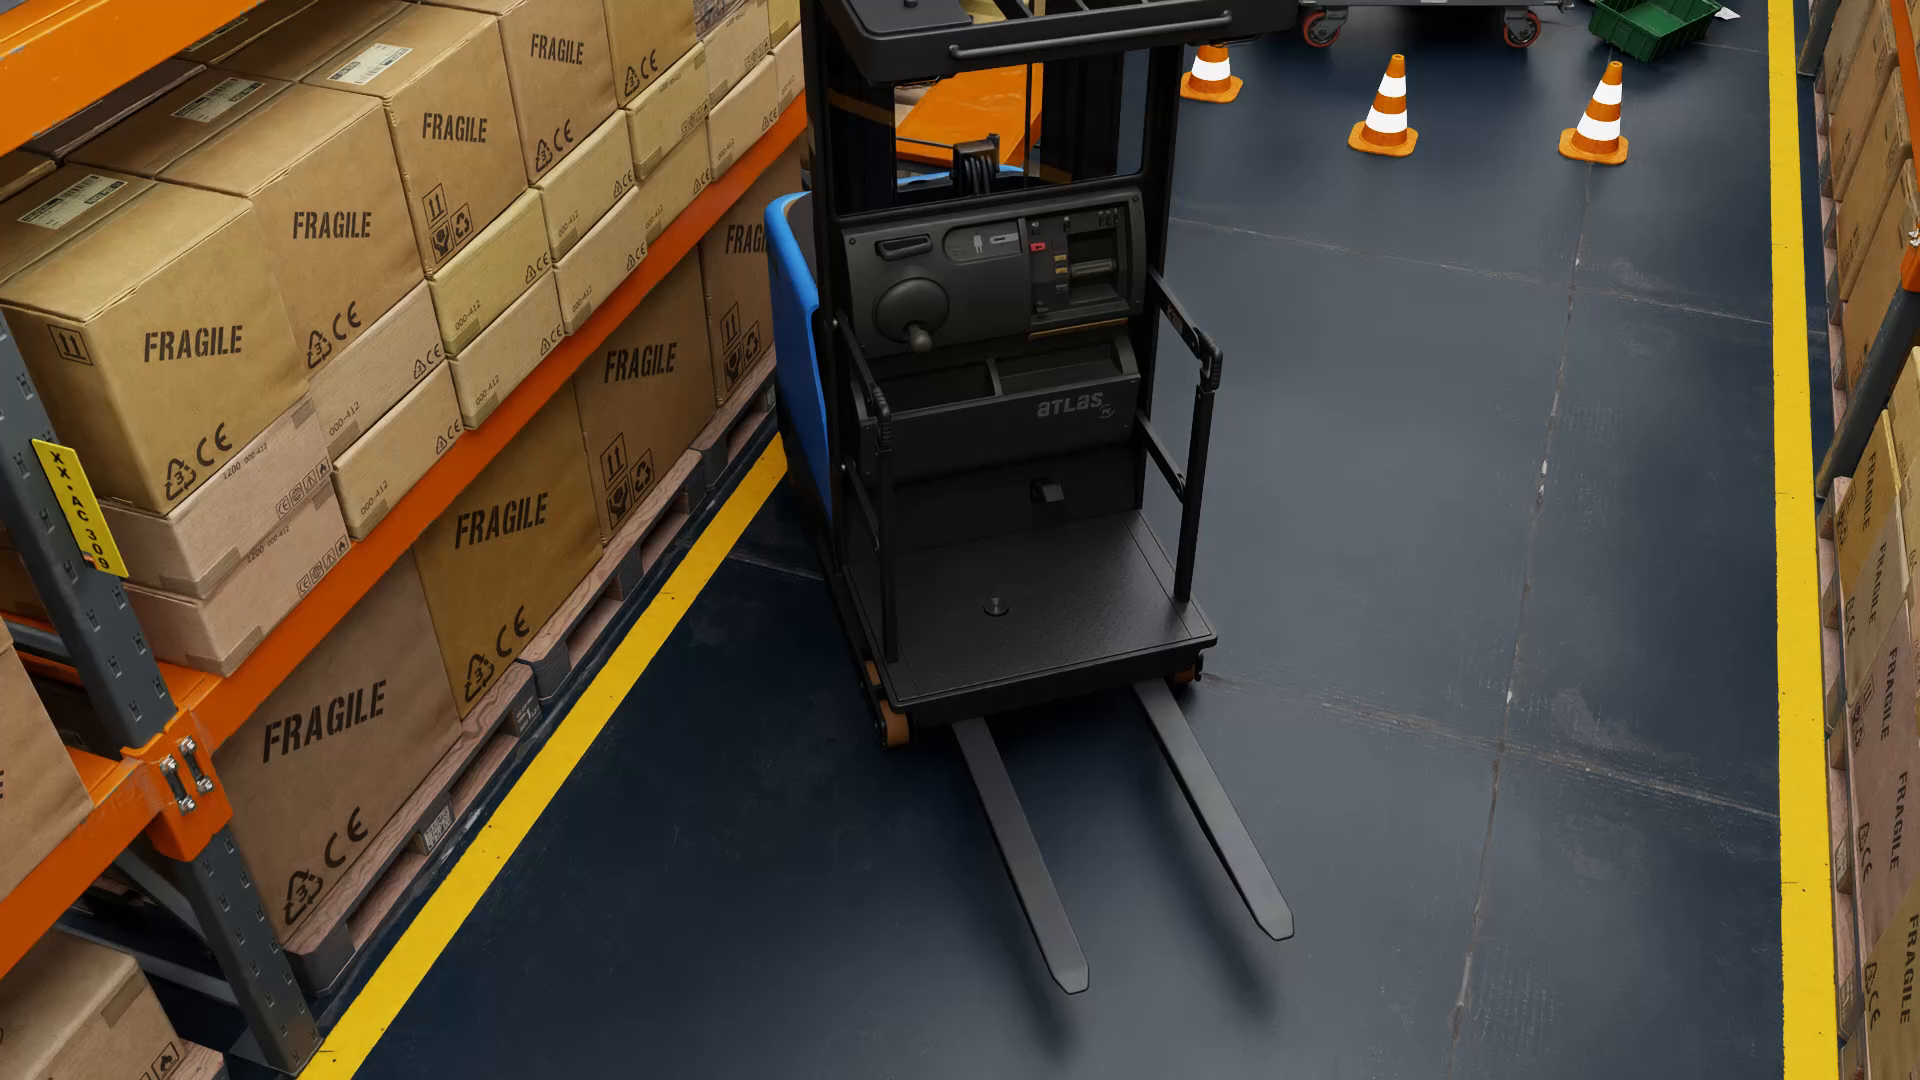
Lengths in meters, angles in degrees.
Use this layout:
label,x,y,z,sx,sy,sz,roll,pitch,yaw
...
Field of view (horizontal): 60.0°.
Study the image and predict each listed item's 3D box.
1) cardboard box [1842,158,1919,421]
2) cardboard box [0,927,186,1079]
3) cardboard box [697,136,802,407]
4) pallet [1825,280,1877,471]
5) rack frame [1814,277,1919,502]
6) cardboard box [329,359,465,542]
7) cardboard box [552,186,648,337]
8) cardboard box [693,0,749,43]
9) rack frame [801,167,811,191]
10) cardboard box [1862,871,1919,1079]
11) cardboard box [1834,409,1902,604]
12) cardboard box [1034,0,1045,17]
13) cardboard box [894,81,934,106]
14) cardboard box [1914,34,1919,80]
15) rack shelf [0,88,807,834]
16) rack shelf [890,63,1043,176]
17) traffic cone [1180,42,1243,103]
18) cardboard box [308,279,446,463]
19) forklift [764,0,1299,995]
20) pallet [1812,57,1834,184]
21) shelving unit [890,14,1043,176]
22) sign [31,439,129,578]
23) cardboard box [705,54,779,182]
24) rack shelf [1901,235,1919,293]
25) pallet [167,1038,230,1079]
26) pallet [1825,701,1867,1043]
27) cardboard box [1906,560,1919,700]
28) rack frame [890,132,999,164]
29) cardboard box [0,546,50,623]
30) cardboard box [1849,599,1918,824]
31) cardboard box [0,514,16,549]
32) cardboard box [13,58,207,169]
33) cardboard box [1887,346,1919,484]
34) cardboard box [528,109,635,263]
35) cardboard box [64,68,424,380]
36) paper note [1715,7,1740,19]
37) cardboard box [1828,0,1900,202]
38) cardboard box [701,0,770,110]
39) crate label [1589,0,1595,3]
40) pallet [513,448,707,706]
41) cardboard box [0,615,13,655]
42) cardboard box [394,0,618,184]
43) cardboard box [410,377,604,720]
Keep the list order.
label,x,y,z,sx,sy,sz,roll,pitch,yaw
cardboard box,4.092,-0.879,6.379,1.050,0.750,0.750,13,42,14
cardboard box,-2.570,1.353,4.004,0.875,0.438,0.875,13,42,14
cardboard box,-1.201,-1.210,6.670,0.875,0.875,0.875,13,42,15
pallet,4.140,-0.627,6.823,1.003,0.211,1.213,13,42,15
rack frame,3.800,-1.224,5.373,1.000,3.000,0.127,13,42,15
cardboard box,-1.680,-0.290,4.394,0.500,0.250,0.500,12,42,14
cardboard box,-1.311,-0.902,5.111,0.500,0.250,0.500,13,42,14
cardboard box,-0.985,-1.991,5.425,0.500,0.500,0.500,14,42,16
rack frame,-0.887,-2.261,6.589,1.000,3.000,0.127,13,42,15
cardboard box,2.624,1.187,4.150,0.500,0.500,0.500,12,42,14
cardboard box,3.318,-0.058,5.609,0.500,0.500,0.500,12,42,13
cardboard box,0.062,-3.101,9.275,0.950,0.372,0.625,16,43,18
cardboard box,-0.439,-2.215,8.236,0.950,0.372,0.625,13,42,14
cardboard box,3.873,-1.900,6.089,0.500,0.500,0.500,13,42,15
rack shelf,-1.571,-0.767,5.393,1.077,0.370,4.000,13,42,15
rack shelf,0.078,-1.697,6.922,0.538,0.278,1.000,13,42,15
traffic cone,1.373,-2.668,9.021,0.336,0.463,0.334,13,42,15
cardboard box,-1.687,-0.484,4.237,0.500,0.250,0.500,14,42,16
forklift,0.178,-0.726,4.843,1.130,2.935,3.031,-11,42,-13
pallet,4.974,-2.115,8.567,1.003,0.211,1.213,13,42,15
shelving unit,0.078,-1.475,7.112,0.538,1.125,1.048,13,42,15
sign,-1.732,-0.058,3.279,0.100,0.325,0.005,13,42,15
cardboard box,-0.976,-1.523,5.839,0.500,0.250,0.500,14,42,16
rack shelf,3.116,0.270,4.177,1.077,0.370,4.000,13,42,15
pallet,-2.588,1.686,4.111,1.003,0.211,1.213,13,42,15
pallet,3.112,1.055,4.851,1.003,0.211,1.213,13,42,15
cardboard box,2.982,0.257,4.662,0.500,0.250,0.500,14,42,15
rack frame,-0.090,-1.163,6.747,0.500,1.125,0.032,13,42,15
cardboard box,-2.338,-0.094,4.164,0.500,0.250,0.500,12,42,14
cardboard box,2.978,0.564,4.881,0.500,0.500,0.500,12,42,14
cardboard box,-2.332,-0.277,3.994,0.500,0.250,0.500,13,42,15
cardboard box,-2.168,-0.885,4.129,0.500,0.500,0.500,14,42,16
cardboard box,3.336,-0.351,5.375,0.500,0.250,0.500,11,42,13
cardboard box,-1.319,-1.095,4.953,0.500,0.250,0.500,12,42,14
cardboard box,-1.686,-0.761,3.983,0.500,0.500,0.500,13,42,15
paper note,4.546,-3.145,9.913,0.147,0.020,0.142,-13,42,-15
cardboard box,4.706,-1.981,7.671,1.050,0.750,0.750,13,42,15
cardboard box,-0.985,-1.729,5.695,0.500,0.250,0.500,12,42,14
crate label,3.890,-3.338,10.057,0.298,0.136,0.250,-13,42,-15
pallet,-1.646,0.006,6.081,1.003,0.211,1.213,13,42,15
cardboard box,-2.156,0.109,2.963,0.500,0.500,0.500,13,42,15
cardboard box,-1.341,-1.383,4.712,0.500,0.500,0.500,13,42,14
cardboard box,-1.816,-0.121,5.395,0.875,0.875,0.875,14,43,16
